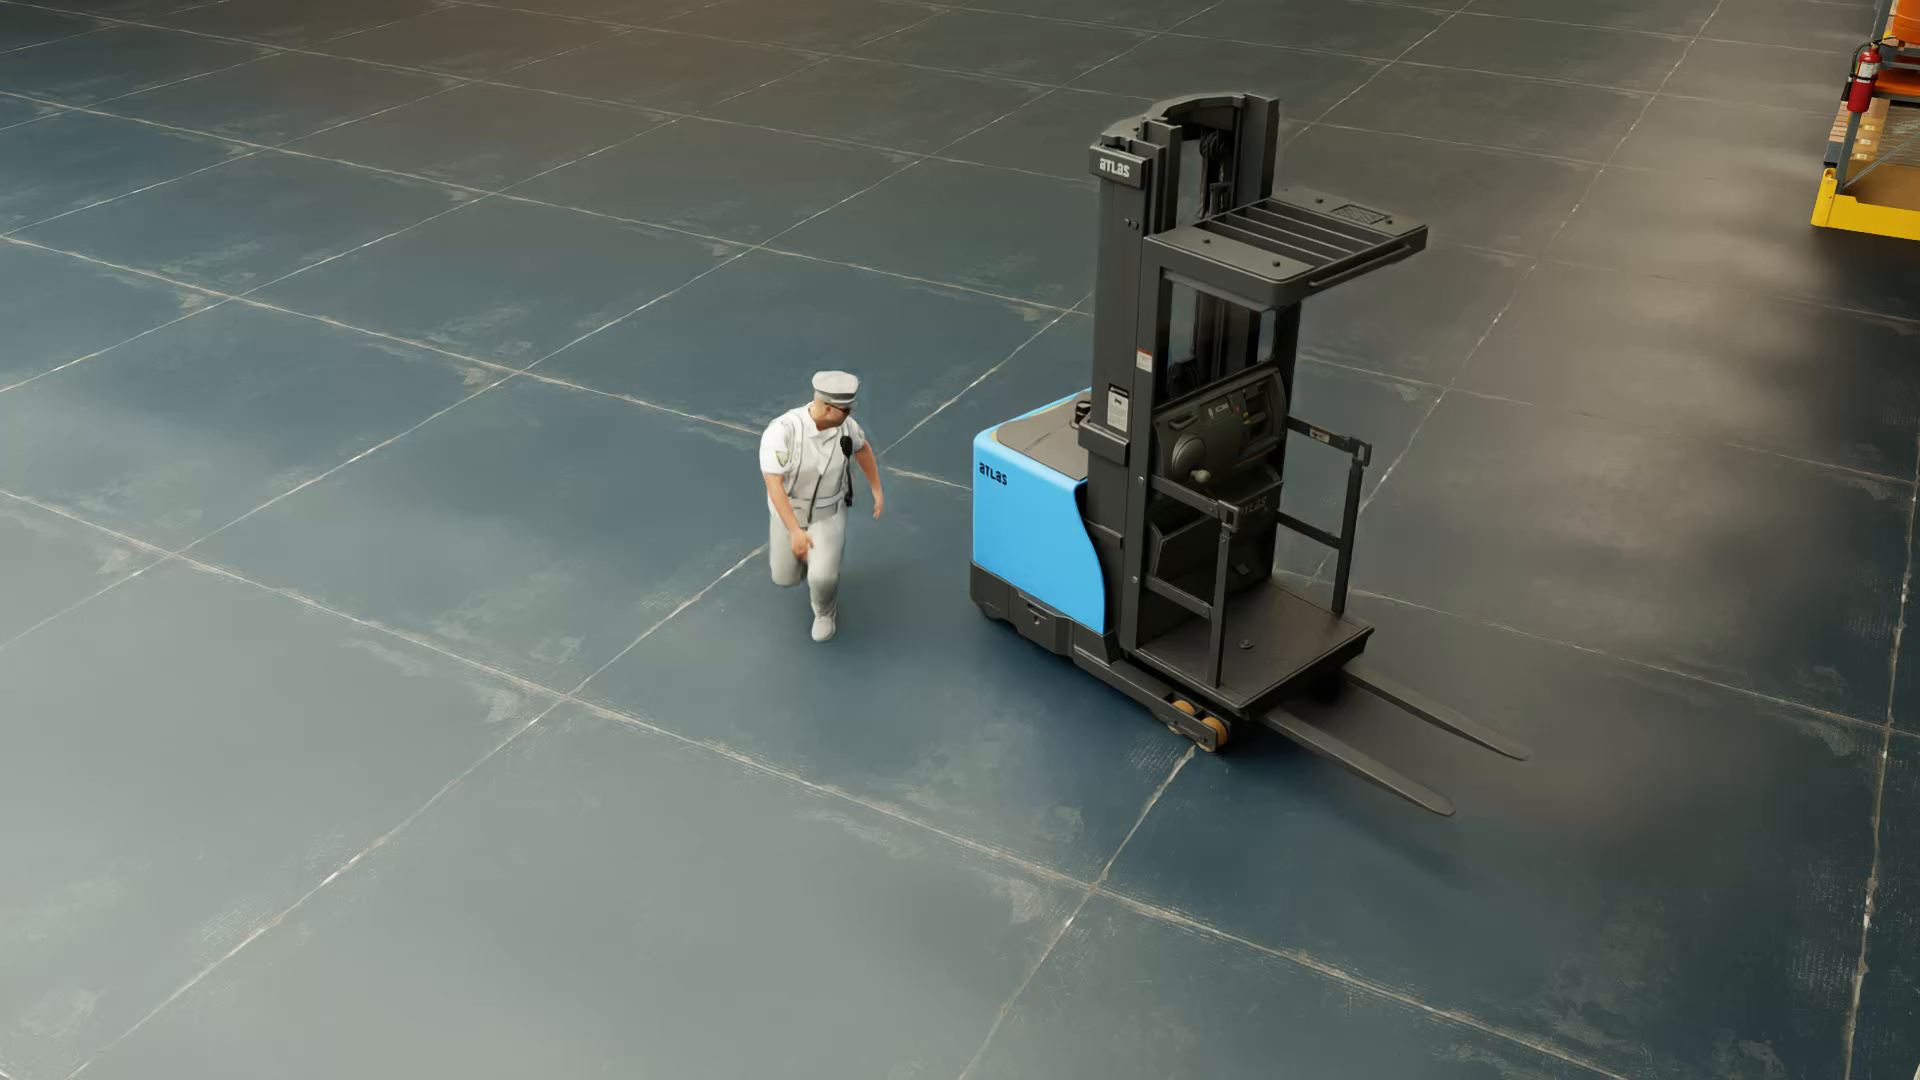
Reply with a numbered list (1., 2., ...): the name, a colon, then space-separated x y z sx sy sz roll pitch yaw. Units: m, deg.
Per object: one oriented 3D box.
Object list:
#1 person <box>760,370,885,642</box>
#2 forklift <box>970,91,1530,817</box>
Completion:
1. person: -0.722 -0.225 8.917 0.654 1.531 0.830 -3 30 -5
2. forklift: 1.415 -0.517 7.966 1.130 2.935 3.031 -24 38 -36
